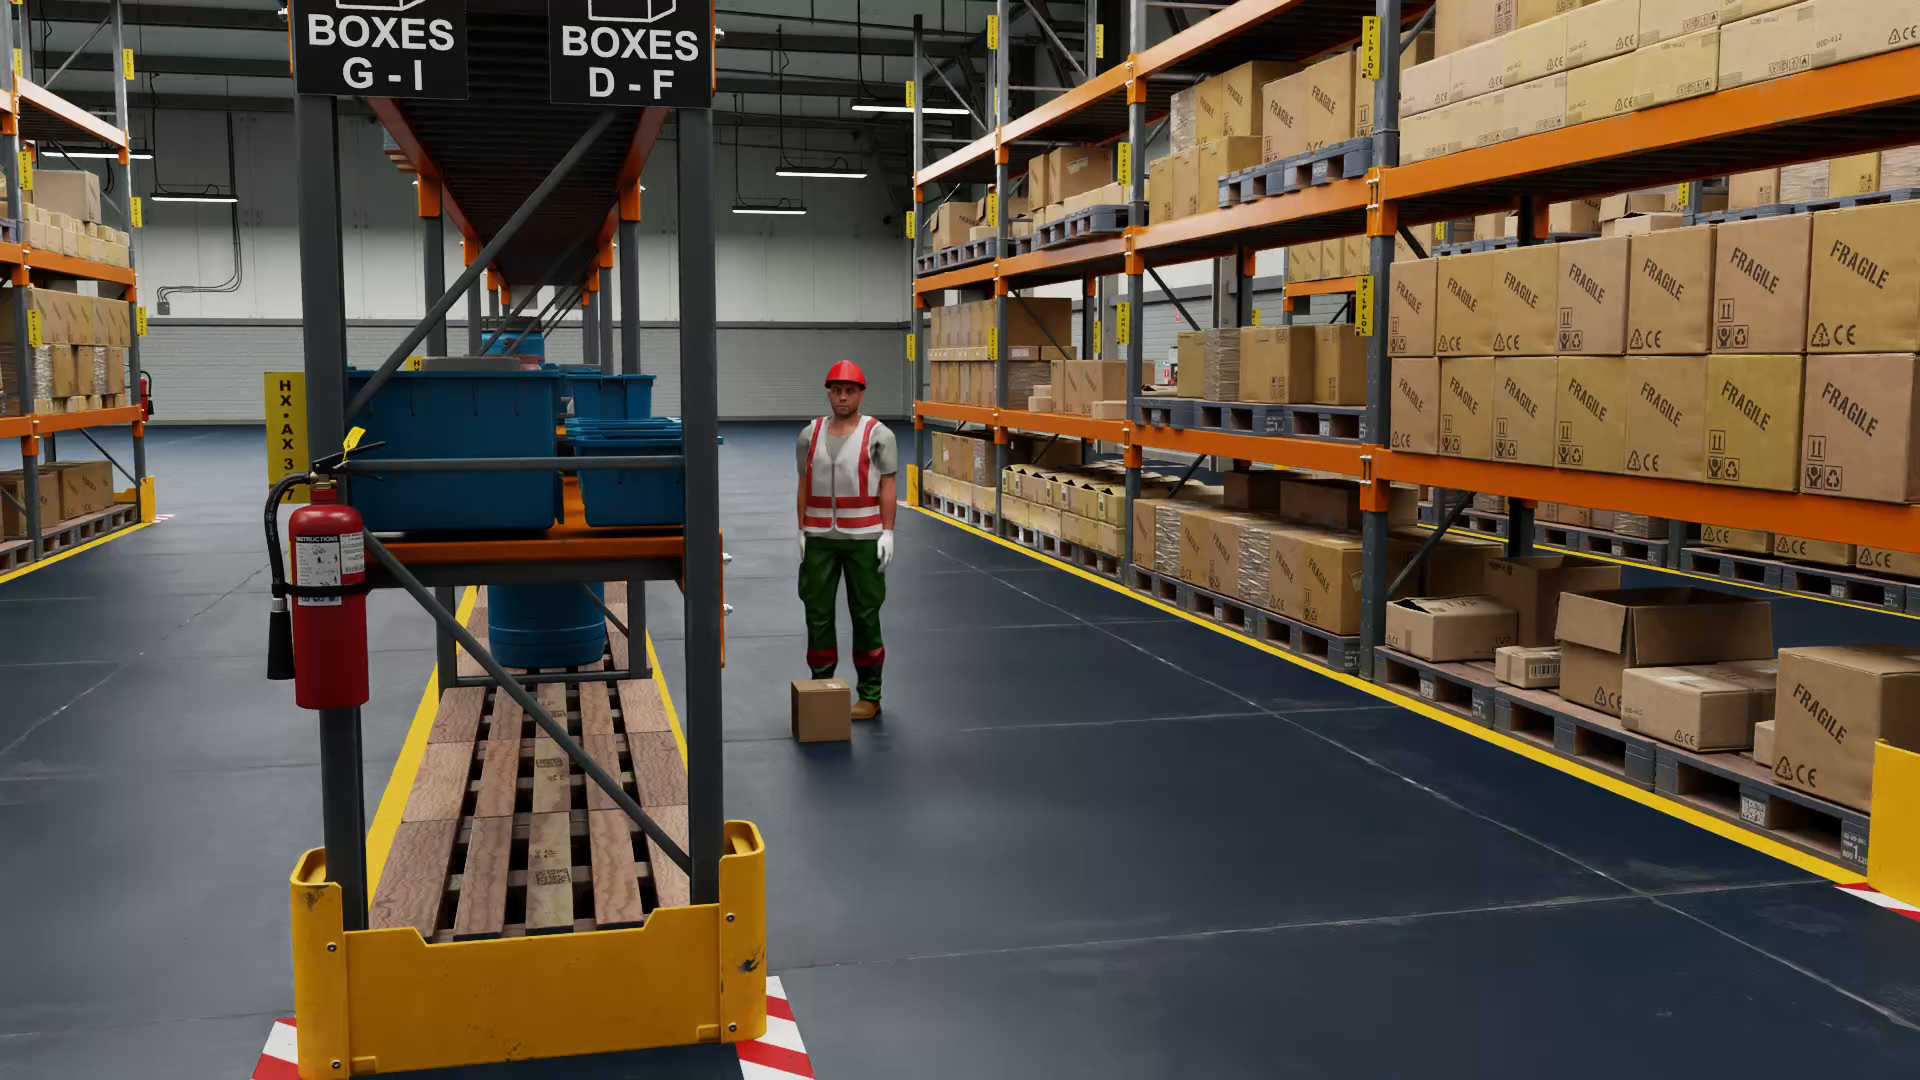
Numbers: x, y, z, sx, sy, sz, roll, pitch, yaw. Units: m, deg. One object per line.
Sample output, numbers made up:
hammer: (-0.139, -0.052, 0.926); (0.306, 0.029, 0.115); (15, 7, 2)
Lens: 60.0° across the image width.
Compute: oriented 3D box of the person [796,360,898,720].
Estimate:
person: (-0.575, 0.000, 8.305); (0.524, 1.788, 0.347); (1, 6, 11)
